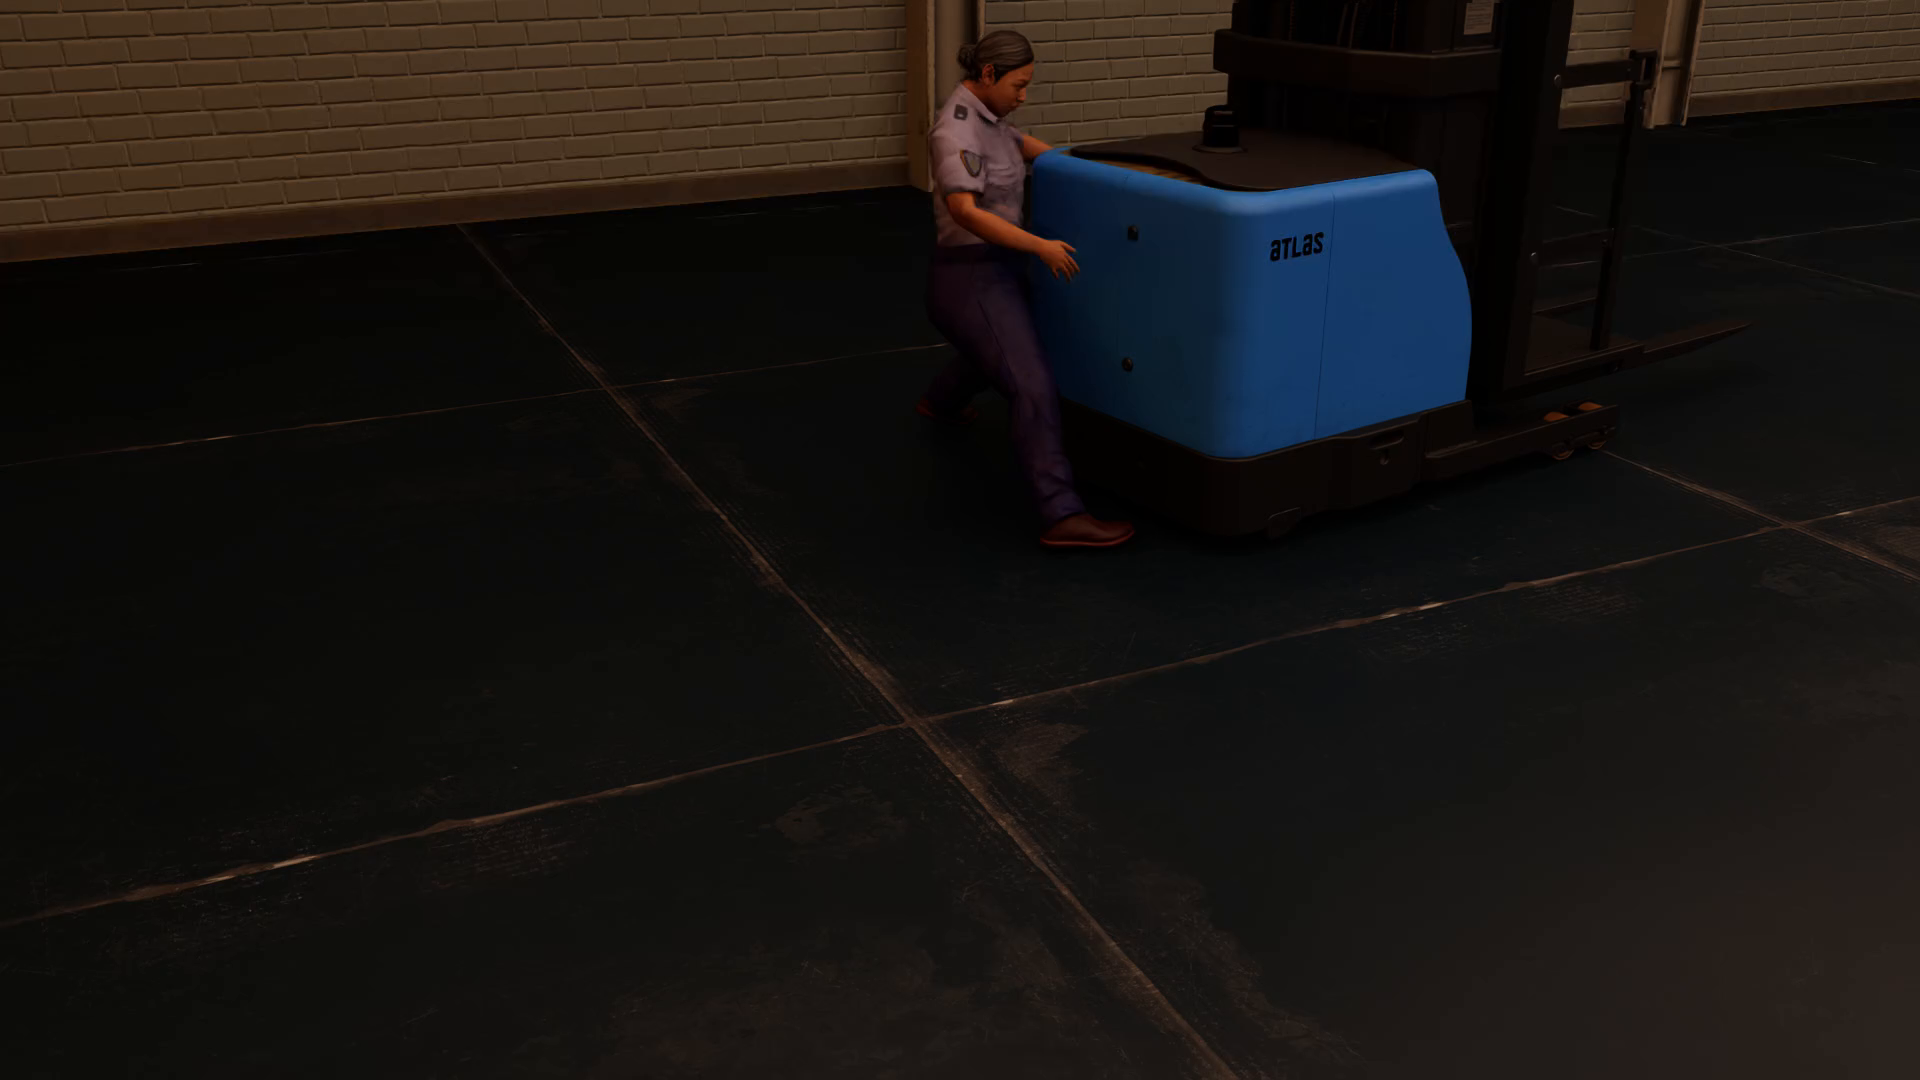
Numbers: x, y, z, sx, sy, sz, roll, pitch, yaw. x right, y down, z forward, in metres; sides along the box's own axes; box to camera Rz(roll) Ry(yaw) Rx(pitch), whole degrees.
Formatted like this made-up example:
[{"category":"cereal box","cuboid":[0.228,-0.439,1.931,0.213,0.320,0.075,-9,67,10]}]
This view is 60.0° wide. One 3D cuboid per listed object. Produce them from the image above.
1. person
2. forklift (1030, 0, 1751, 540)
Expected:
[{"category":"person","cuboid":[0.201,-0.873,5.317,0.882,1.463,1.234,5,23,11]},{"category":"forklift","cuboid":[1.713,-1.780,5.571,3.031,2.935,1.130,-15,27,-32]}]
